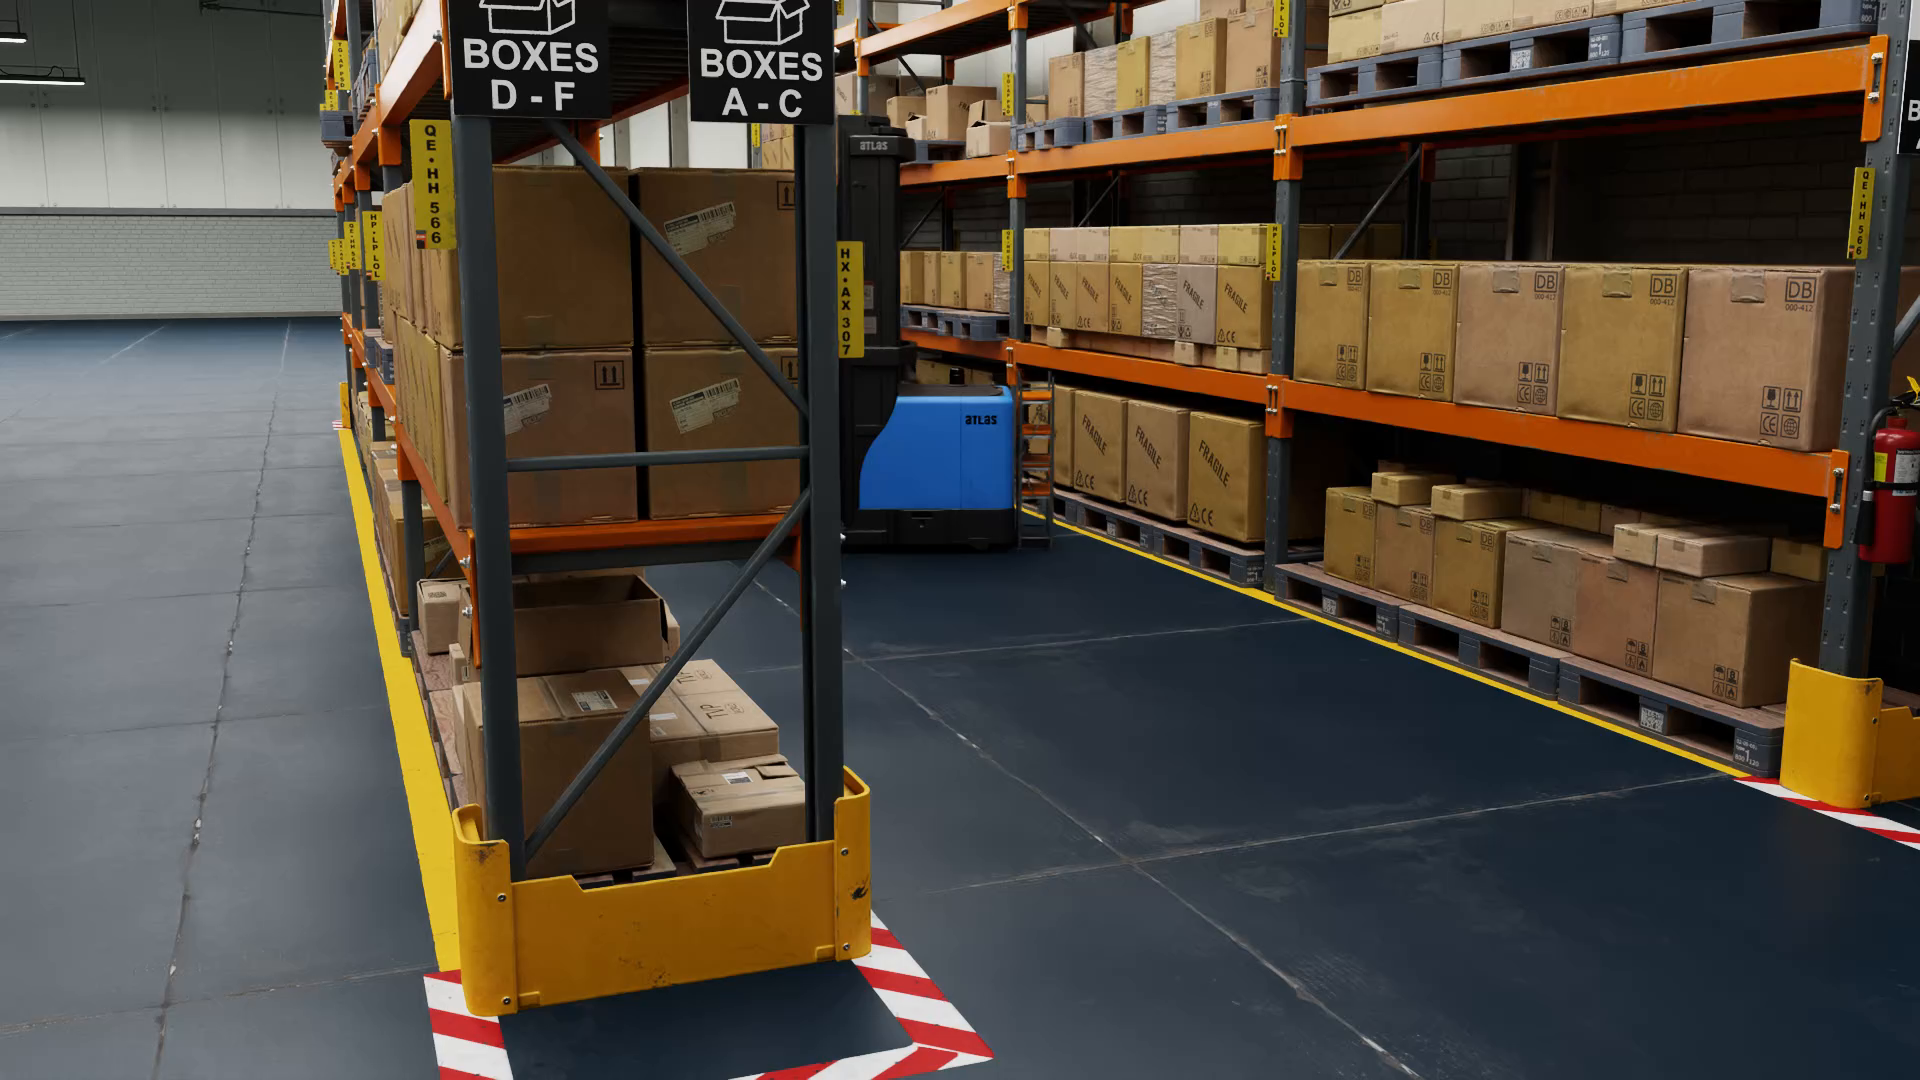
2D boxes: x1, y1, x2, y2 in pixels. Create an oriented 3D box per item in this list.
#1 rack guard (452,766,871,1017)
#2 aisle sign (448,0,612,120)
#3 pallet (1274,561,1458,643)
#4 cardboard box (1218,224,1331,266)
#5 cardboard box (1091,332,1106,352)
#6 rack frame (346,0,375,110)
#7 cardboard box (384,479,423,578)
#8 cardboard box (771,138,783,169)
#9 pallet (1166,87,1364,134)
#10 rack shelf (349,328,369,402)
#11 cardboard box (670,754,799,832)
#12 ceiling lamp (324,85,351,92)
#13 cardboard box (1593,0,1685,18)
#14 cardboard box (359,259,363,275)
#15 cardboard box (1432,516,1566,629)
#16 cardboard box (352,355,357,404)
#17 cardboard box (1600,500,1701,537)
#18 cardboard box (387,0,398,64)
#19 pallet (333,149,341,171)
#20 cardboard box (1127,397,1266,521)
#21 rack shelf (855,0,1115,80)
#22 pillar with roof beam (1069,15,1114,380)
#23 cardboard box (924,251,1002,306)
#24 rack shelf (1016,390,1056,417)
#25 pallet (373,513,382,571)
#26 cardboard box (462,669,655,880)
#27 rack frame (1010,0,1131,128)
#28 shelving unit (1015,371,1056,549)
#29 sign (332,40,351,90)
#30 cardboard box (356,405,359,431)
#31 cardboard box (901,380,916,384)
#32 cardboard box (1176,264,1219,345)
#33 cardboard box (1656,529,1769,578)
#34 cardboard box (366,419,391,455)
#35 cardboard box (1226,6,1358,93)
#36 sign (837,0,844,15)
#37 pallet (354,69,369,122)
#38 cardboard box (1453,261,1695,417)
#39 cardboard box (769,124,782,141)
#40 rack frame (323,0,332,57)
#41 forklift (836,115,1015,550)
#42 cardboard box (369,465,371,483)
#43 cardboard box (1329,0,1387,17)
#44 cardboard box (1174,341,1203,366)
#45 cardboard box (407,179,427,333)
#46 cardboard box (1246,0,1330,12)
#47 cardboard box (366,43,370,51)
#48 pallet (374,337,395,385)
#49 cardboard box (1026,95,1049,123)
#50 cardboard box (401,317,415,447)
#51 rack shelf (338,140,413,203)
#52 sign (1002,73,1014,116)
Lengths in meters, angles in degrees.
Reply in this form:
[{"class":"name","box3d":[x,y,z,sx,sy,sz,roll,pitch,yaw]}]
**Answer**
[{"class":"rack guard","box3d":[-0.854,1.001,4.865,1.175,0.500,0.348,-4,11,-21]},{"class":"aisle sign","box3d":[-1.087,-1.467,4.176,0.394,0.787,0.004,-4,11,-21]},{"class":"pallet","box3d":[2.542,0.317,9.536,1.003,0.211,1.213,-4,11,-21]},{"class":"cardboard box","box3d":[1.932,-1.820,10.252,0.500,0.250,0.500,-4,11,-20]},{"class":"cardboard box","box3d":[1.202,-1.490,12.393,0.380,0.149,0.250,-4,11,-20]},{"class":"rack frame","box3d":[-3.726,-4.477,11.392,1.000,3.000,0.127,-4,11,-21]},{"class":"cardboard box","box3d":[-3.075,-0.081,9.694,0.500,0.500,0.500,-4,11,-20]},{"class":"cardboard box","box3d":[-1.959,-4.519,19.854,0.500,0.500,0.500,-3,11,-17]},{"class":"pallet","box3d":[1.961,-2.714,10.595,0.805,0.209,1.217,-4,11,-23]},{"class":"rack shelf","box3d":[-4.450,-1.495,13.815,1.077,0.370,4.000,-4,11,-21]},{"class":"cardboard box","box3d":[-0.749,0.830,5.522,0.380,0.166,0.250,-4,11,-21]},{"class":"ceiling lamp","box3d":[-15.043,-12.863,41.872,2.000,3.185,0.800,-4,11,-21]},{"class":"cardboard box","box3d":[3.087,-2.379,7.106,0.500,0.250,0.500,-4,11,-23]},{"class":"cardboard box","box3d":[-5.473,-2.575,15.695,0.380,0.149,0.250,-4,11,-21]},{"class":"cardboard box","box3d":[2.878,0.134,8.543,0.700,0.500,0.500,-4,11,-20]},{"class":"cardboard box","box3d":[-6.097,-1.704,17.448,0.500,0.500,0.500,-4,11,-21]},{"class":"cardboard box","box3d":[3.306,-0.093,7.963,0.380,0.149,0.250,-4,11,-20]},{"class":"cardboard box","box3d":[-1.973,-2.014,6.543,0.500,0.250,0.500,-4,11,-21]},{"class":"pallet","box3d":[-5.947,-3.946,17.224,1.003,0.211,1.213,-4,11,-21]},{"class":"cardboard box","box3d":[1.658,-0.576,11.533,0.750,0.750,0.750,-4,11,-19]},{"class":"rack shelf","box3d":[0.165,-4.567,15.096,1.077,0.370,4.000,-4,11,-21]},{"class":"pillar with roof beam","box3d":[-2.787,-4.785,13.128,9.100,9.000,0.400,-4,11,-21]},{"class":"cardboard box","box3d":[0.057,-2.474,15.723,0.700,0.500,0.500,-2,10,-13]},{"class":"rack shelf","box3d":[0.527,-0.956,11.625,0.258,0.148,0.480,0,10,0]},{"class":"pallet","box3d":[-3.490,-0.026,11.463,1.003,0.211,1.213,-4,11,-21]},{"class":"cardboard box","box3d":[-1.253,0.724,5.167,0.500,0.500,0.500,-4,11,-21]},{"class":"rack frame","box3d":[0.890,-4.792,13.162,1.000,3.000,0.127,-4,11,-21]},{"class":"shelving unit","box3d":[0.526,-0.569,11.693,0.258,1.200,0.503,0,10,0]},{"class":"sign","box3d":[-4.246,-3.259,11.412,0.100,0.325,0.005,-4,11,-21]},{"class":"cardboard box","box3d":[-5.914,-1.254,17.055,0.500,0.250,0.500,-4,11,-21]},{"class":"cardboard box","box3d":[-0.277,-1.358,16.869,0.700,0.500,0.500,-4,11,-19]},{"class":"cardboard box","box3d":[1.743,-1.533,10.779,0.500,0.500,0.500,-4,11,-20]},{"class":"cardboard box","box3d":[3.226,0.055,7.132,0.380,0.149,0.250,-4,11,-22]},{"class":"cardboard box","box3d":[-4.339,-0.806,12.939,0.500,0.311,0.500,-4,11,-22]},{"class":"cardboard box","box3d":[2.123,-3.078,10.554,0.700,0.500,0.500,-5,11,-24]},{"class":"sign","box3d":[-1.484,-6.667,20.587,0.100,0.325,0.005,-4,11,-21]},{"class":"pallet","box3d":[-2.826,-2.534,9.574,1.213,0.211,1.003,-4,11,-21]},{"class":"cardboard box","box3d":[3.053,-1.006,8.151,0.980,0.700,0.700,-4,11,-24]},{"class":"cardboard box","box3d":[-1.961,-5.009,19.750,0.500,0.500,0.500,-4,11,-22]},{"class":"rack frame","box3d":[-6.625,-5.782,18.733,1.000,3.000,0.127,-4,11,-21]},{"class":"forklift","box3d":[-1.137,-1.439,11.640,3.031,2.935,1.130,0,10,0]},{"class":"cardboard box","box3d":[-4.513,-0.613,13.451,0.500,0.250,0.500,-4,11,-20]},{"class":"cardboard box","box3d":[2.336,-3.079,8.902,0.500,0.500,0.500,-4,11,-21]},{"class":"cardboard box","box3d":[1.637,-1.233,10.945,0.380,0.149,0.250,-4,11,-21]},{"class":"cardboard box","box3d":[-1.620,-0.981,5.727,0.500,0.500,0.500,-4,11,-19]},{"class":"cardboard box","box3d":[2.143,-3.449,10.496,0.500,0.250,0.500,-3,11,-17]},{"class":"cardboard box","box3d":[-4.760,-3.960,14.141,0.500,0.500,0.500,-3,10,-15]},{"class":"pallet","box3d":[-3.017,-1.111,10.151,1.003,0.211,1.213,-4,11,-21]},{"class":"cardboard box","box3d":[0.843,-3.506,14.157,0.500,0.500,0.500,-4,11,-21]},{"class":"cardboard box","box3d":[-1.978,-0.654,6.744,0.500,0.500,0.500,-4,11,-21]},{"class":"rack shelf","box3d":[-4.450,-2.972,13.553,1.077,0.370,4.000,-4,11,-21]},{"class":"sign","box3d":[0.384,-3.535,13.188,0.100,0.325,0.005,-4,11,-21]}]
